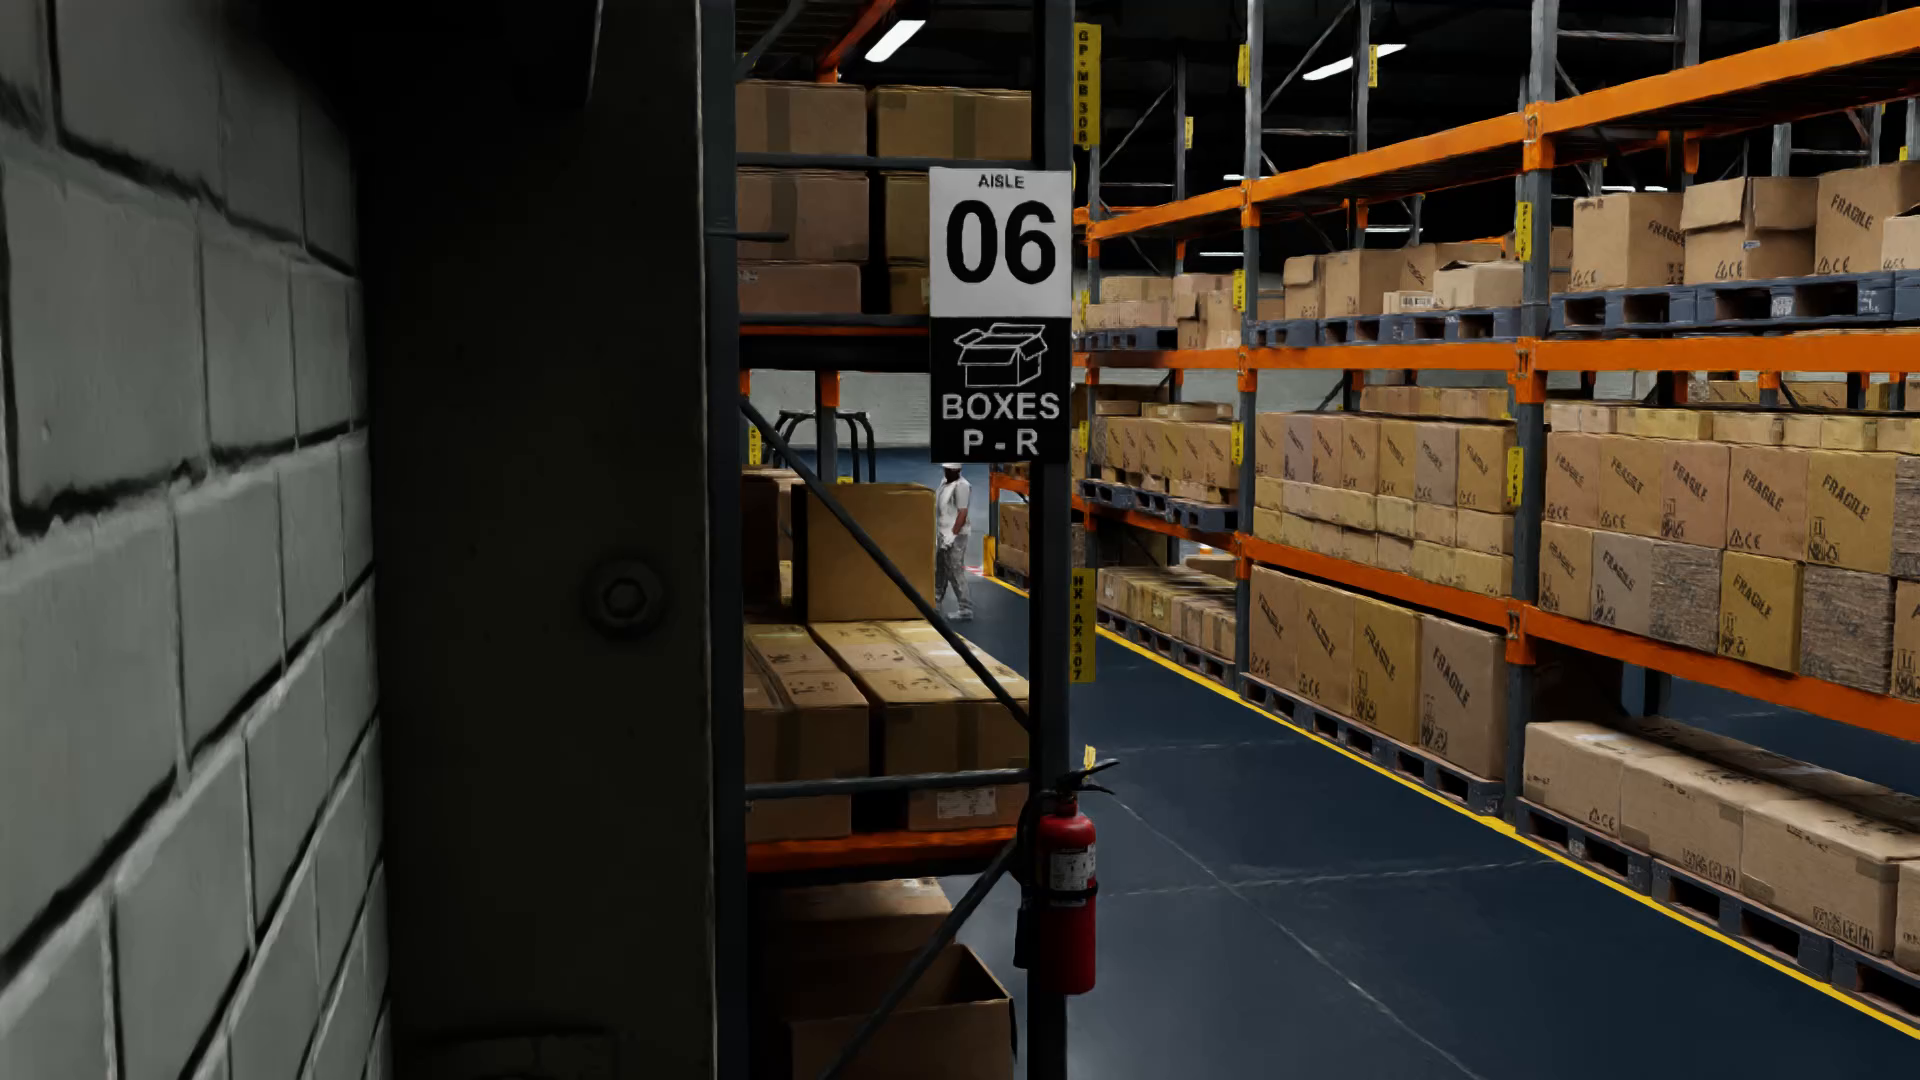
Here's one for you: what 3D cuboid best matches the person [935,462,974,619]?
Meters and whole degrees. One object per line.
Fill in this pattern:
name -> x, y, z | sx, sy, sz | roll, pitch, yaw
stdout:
person -> -0.176, -0.050, 17.597 | 0.576, 1.765, 0.690 | -1, 6, -12
